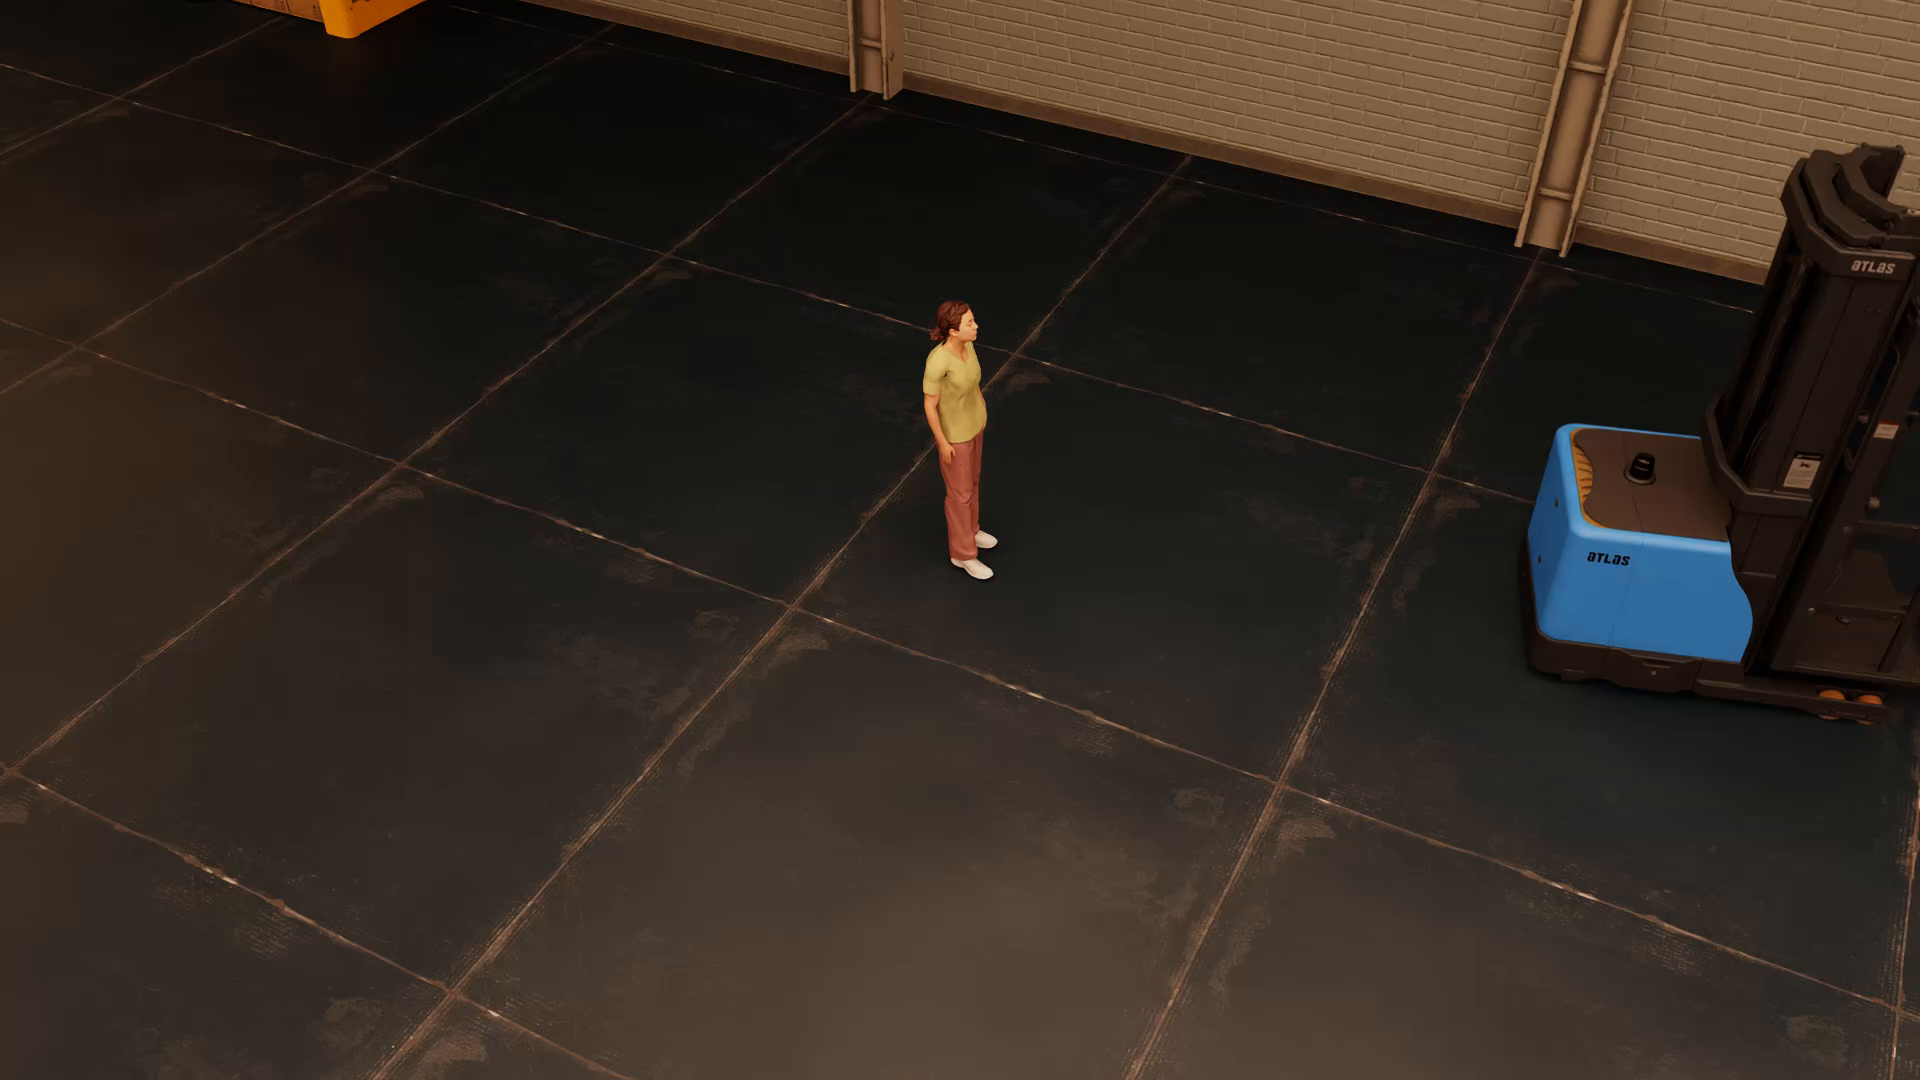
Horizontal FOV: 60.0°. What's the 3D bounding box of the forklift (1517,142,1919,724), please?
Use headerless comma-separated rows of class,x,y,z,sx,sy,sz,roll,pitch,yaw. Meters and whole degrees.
forklift,4.758,-0.489,8.567,3.031,2.935,1.130,7,41,8

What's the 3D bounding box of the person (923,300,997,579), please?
person,0.061,-0.618,9.683,0.548,1.673,0.553,18,43,21
